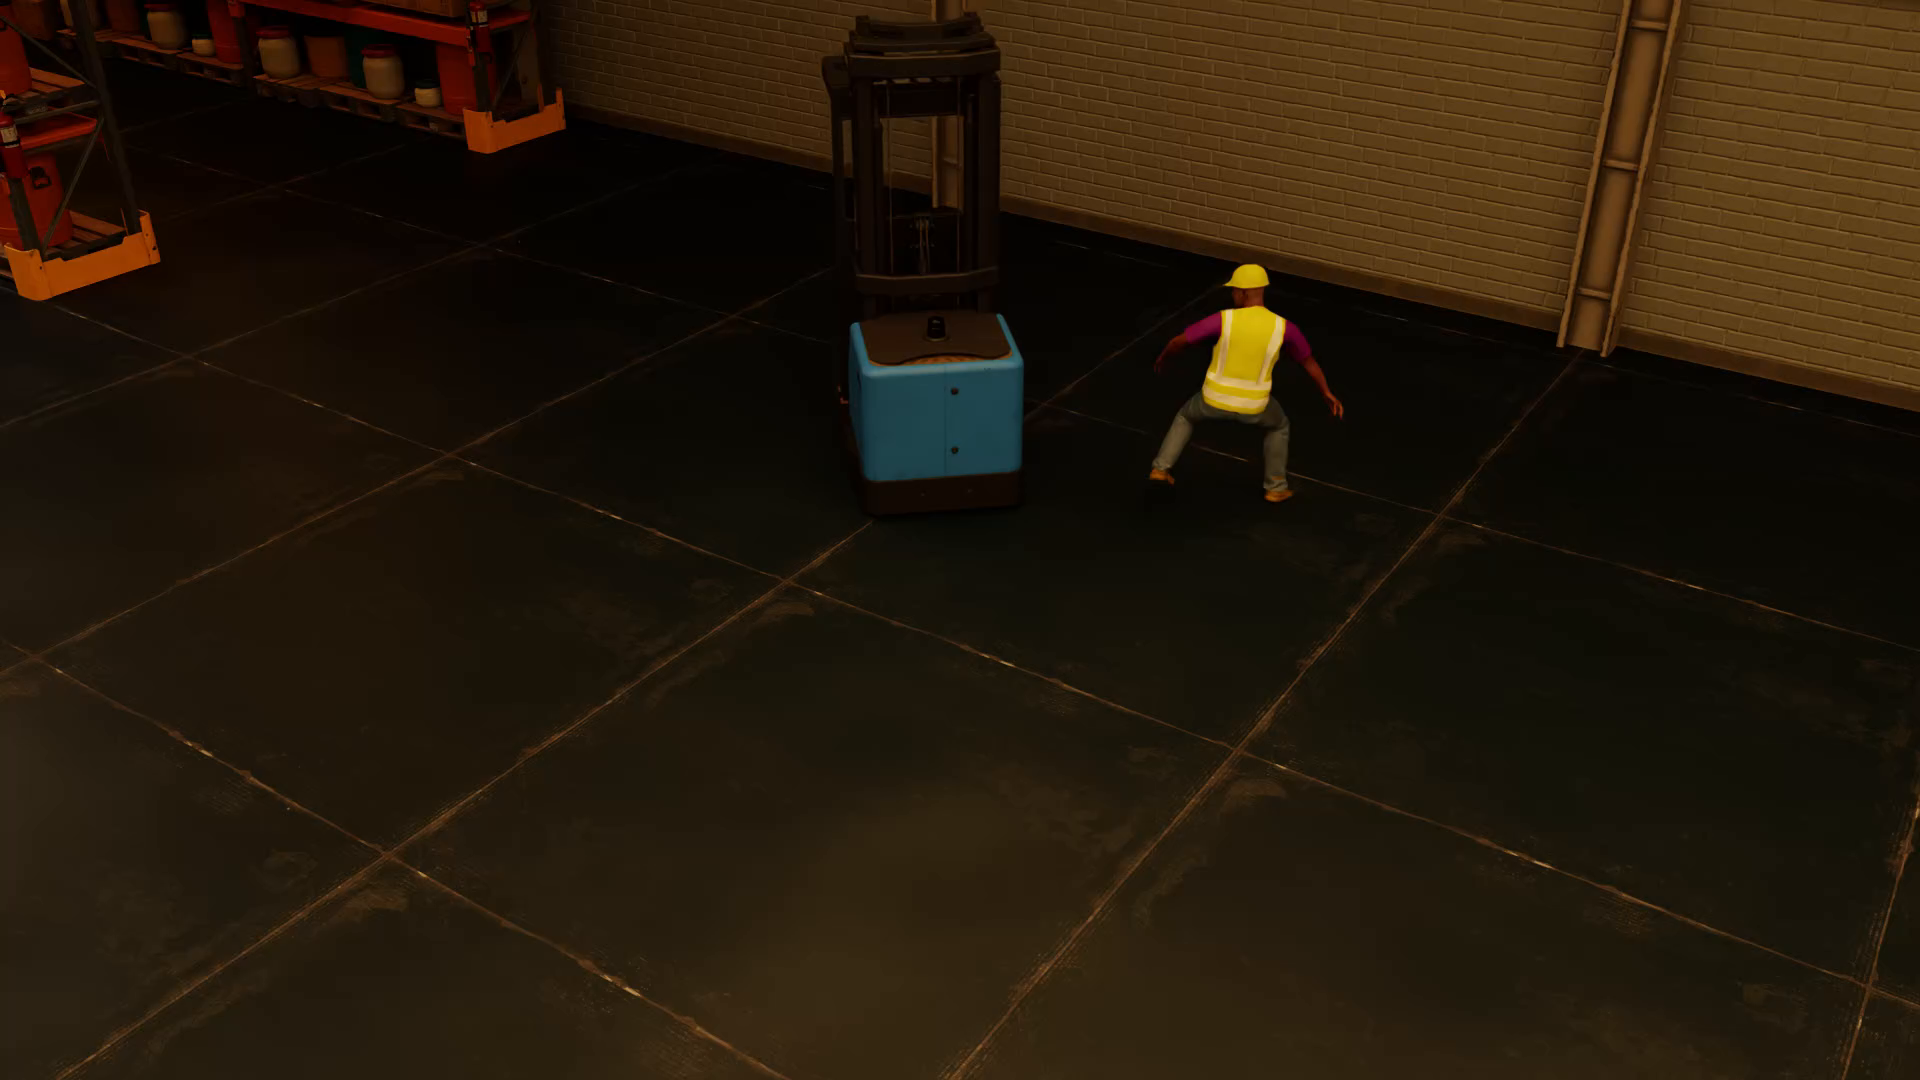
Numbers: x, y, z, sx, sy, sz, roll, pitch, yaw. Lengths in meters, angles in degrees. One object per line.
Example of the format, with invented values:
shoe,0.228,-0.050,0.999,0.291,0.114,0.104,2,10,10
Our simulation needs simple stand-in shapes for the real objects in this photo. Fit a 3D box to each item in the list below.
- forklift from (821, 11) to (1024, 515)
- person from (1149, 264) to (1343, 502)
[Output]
forklift,-0.321,-2.148,11.280,1.130,2.935,3.031,-4,30,-8
person,1.830,-0.948,10.590,1.214,1.653,0.517,6,31,10
